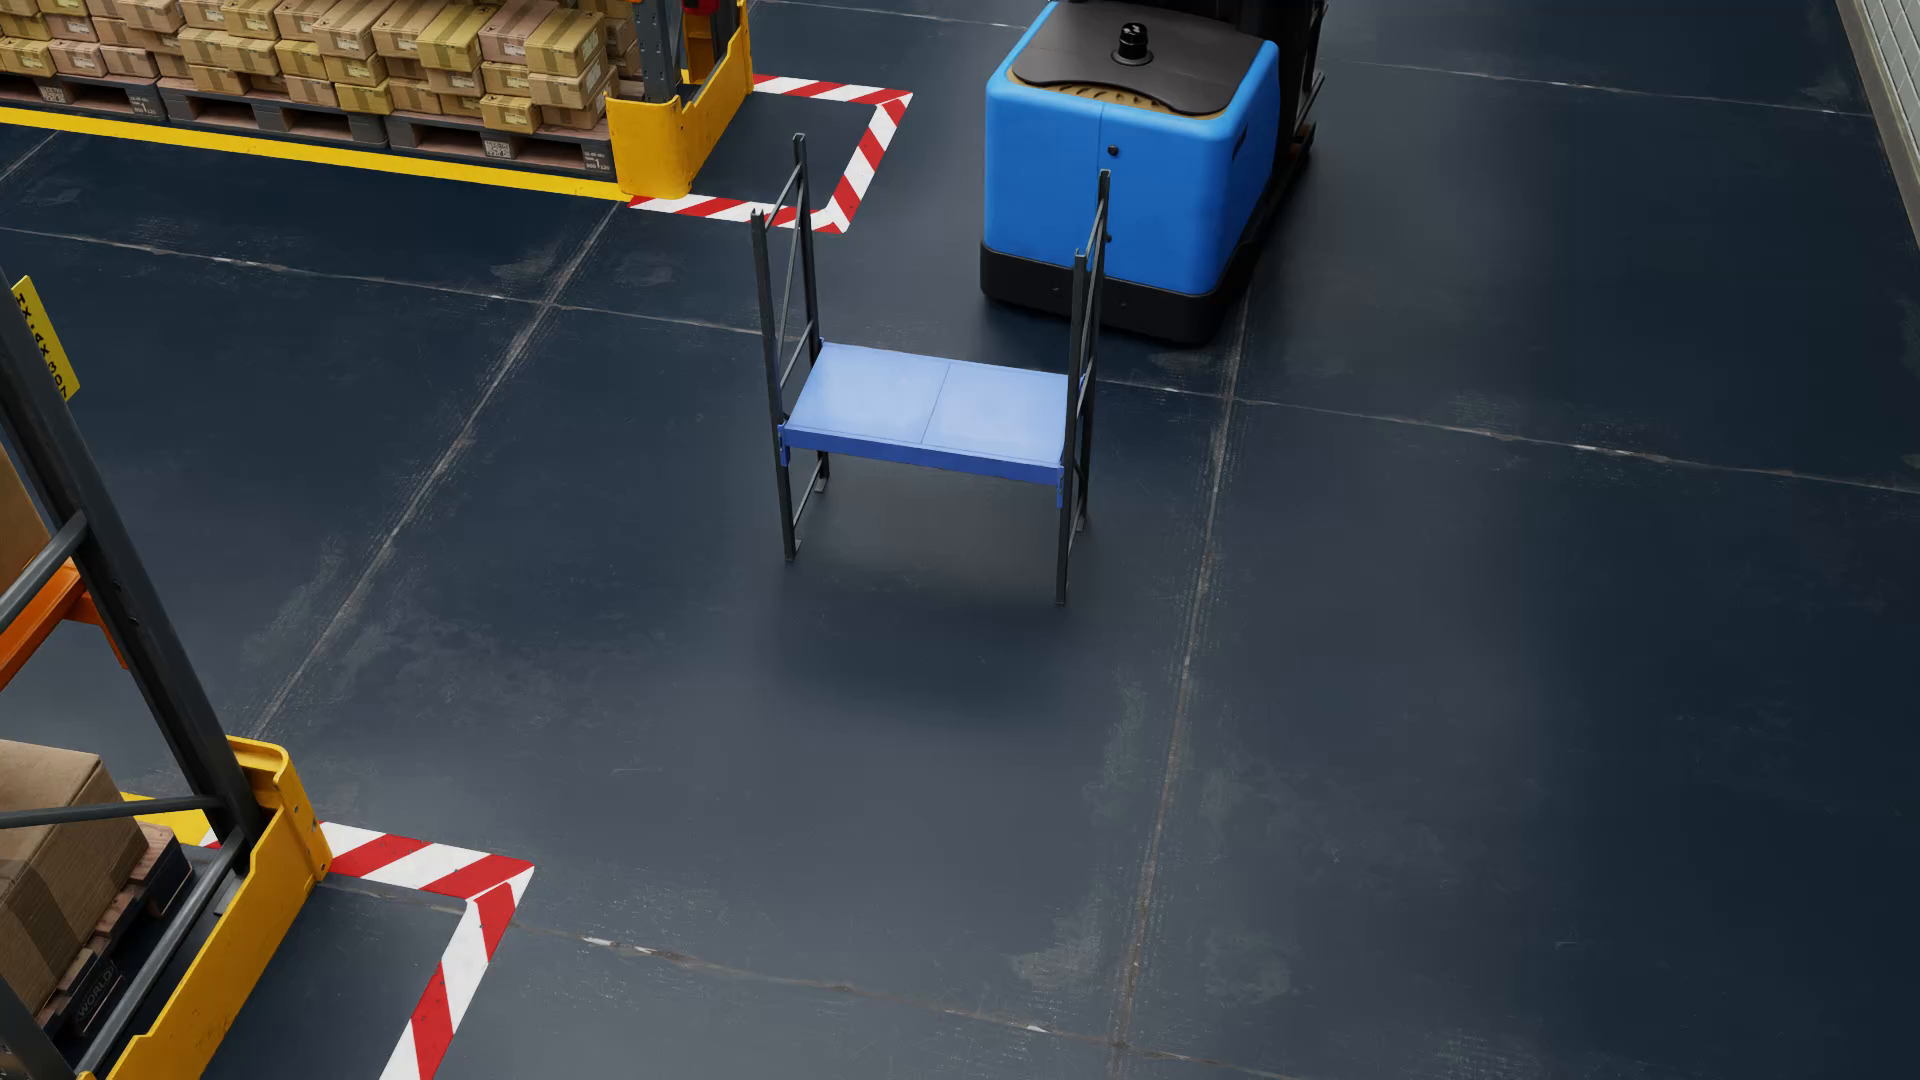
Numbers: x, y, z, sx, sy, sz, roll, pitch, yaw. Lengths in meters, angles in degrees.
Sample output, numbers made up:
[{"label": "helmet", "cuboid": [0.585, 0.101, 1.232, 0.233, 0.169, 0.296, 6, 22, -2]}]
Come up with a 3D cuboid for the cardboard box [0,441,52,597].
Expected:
[{"label": "cardboard box", "cuboid": [-2.675, -0.043, 4.060, 0.500, 0.500, 0.500, 9, 45, 9]}]

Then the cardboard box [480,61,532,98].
[{"label": "cardboard box", "cuboid": [-2.108, -2.299, 8.014, 0.250, 0.149, 0.380, 8, 44, 8]}]

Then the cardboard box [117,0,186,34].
[{"label": "cardboard box", "cuboid": [-3.896, -2.652, 8.167, 0.250, 0.149, 0.380, 10, 45, 10]}]

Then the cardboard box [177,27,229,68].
[{"label": "cardboard box", "cuboid": [-3.636, -2.499, 8.222, 0.250, 0.149, 0.380, 9, 45, 9]}]

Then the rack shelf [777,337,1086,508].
[{"label": "rack shelf", "cuboid": [-0.083, -0.424, 5.868, 1.000, 0.185, 0.538, 9, 45, 9]}]

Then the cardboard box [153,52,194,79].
[{"label": "cardboard box", "cuboid": [-3.863, -2.498, 8.435, 0.250, 0.149, 0.380, 7, 44, 7]}]

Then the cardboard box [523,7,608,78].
[{"label": "cardboard box", "cuboid": [-1.859, -2.352, 7.855, 0.250, 0.149, 0.380, 9, 45, 10]}]

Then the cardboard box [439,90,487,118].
[{"label": "cardboard box", "cuboid": [-2.358, -2.237, 8.164, 0.250, 0.149, 0.380, 9, 45, 9]}]

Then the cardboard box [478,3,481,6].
[{"label": "cardboard box", "cuboid": [-2.482, -2.759, 8.492, 0.250, 0.149, 0.380, 10, 45, 10]}]

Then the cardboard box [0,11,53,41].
[{"label": "cardboard box", "cuboid": [-4.640, -2.693, 8.423, 0.250, 0.149, 0.380, 9, 45, 9]}]

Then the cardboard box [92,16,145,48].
[{"label": "cardboard box", "cuboid": [-4.132, -2.638, 8.366, 0.250, 0.149, 0.380, 7, 44, 7]}]

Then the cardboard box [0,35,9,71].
[{"label": "cardboard box", "cuboid": [-4.905, -2.562, 8.502, 0.250, 0.149, 0.380, 7, 44, 7]}]

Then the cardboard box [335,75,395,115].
[{"label": "cardboard box", "cuboid": [-2.865, -2.261, 8.189, 0.250, 0.149, 0.380, 7, 44, 7]}]

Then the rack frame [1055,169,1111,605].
[{"label": "rack frame", "cuboid": [0.413, -0.476, 5.663, 0.032, 1.500, 0.500, 9, 45, 9]}]

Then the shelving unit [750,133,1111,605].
[{"label": "shelving unit", "cuboid": [-0.083, -0.553, 5.743, 1.048, 1.500, 0.538, 9, 45, 9]}]

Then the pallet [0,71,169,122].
[{"label": "pallet", "cuboid": [-4.527, -2.628, 8.829, 1.213, 0.211, 1.003, 9, 45, 9]}]

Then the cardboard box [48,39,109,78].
[{"label": "cardboard box", "cuboid": [-4.392, -2.520, 8.458, 0.250, 0.149, 0.380, 9, 45, 9]}]

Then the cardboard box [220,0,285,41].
[{"label": "cardboard box", "cuboid": [-3.380, -2.603, 8.115, 0.250, 0.149, 0.380, 9, 45, 9]}]

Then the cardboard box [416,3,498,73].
[{"label": "cardboard box", "cuboid": [-2.372, -2.382, 7.886, 0.250, 0.149, 0.380, 8, 44, 8]}]

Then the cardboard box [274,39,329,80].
[{"label": "cardboard box", "cuboid": [-3.126, -2.422, 8.142, 0.250, 0.149, 0.380, 11, 45, 11]}]

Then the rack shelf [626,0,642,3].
[{"label": "rack shelf", "cuboid": [-3.239, -3.149, 7.877, 4.000, 0.370, 1.077, 9, 45, 9]}]

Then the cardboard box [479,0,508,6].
[{"label": "cardboard box", "cuboid": [-2.237, -2.838, 8.360, 0.250, 0.149, 0.380, 9, 45, 9]}]

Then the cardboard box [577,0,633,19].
[{"label": "cardboard box", "cuboid": [-1.724, -2.753, 8.271, 0.250, 0.149, 0.380, 7, 44, 7]}]

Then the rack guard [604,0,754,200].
[{"label": "rack guard", "cuboid": [-1.361, -2.216, 8.192, 0.348, 0.500, 1.175, 9, 45, 9]}]

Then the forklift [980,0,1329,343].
[{"label": "forklift", "cuboid": [1.105, -2.919, 7.170, 1.130, 2.935, 3.031, 15, 46, 15]}]

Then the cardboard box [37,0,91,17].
[{"label": "cardboard box", "cuboid": [-4.386, -2.770, 8.289, 0.250, 0.149, 0.380, 8, 45, 8]}]

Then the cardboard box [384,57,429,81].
[{"label": "cardboard box", "cuboid": [-2.612, -2.411, 8.130, 0.250, 0.149, 0.380, 8, 45, 9]}]

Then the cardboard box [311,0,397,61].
[{"label": "cardboard box", "cuboid": [-2.885, -2.468, 7.975, 0.250, 0.149, 0.380, 10, 45, 11]}]

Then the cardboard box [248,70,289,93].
[{"label": "cardboard box", "cuboid": [-3.357, -2.405, 8.339, 0.250, 0.149, 0.380, 10, 45, 10]}]

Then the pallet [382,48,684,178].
[{"label": "pallet", "cuboid": [-2.146, -2.259, 8.445, 1.213, 0.211, 1.003, 9, 45, 9]}]

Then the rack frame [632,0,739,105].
[{"label": "rack frame", "cuboid": [-1.287, -3.105, 7.313, 0.127, 3.000, 1.000, 9, 45, 9]}]

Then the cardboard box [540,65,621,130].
[{"label": "cardboard box", "cuboid": [-1.846, -2.168, 8.092, 0.250, 0.149, 0.380, 10, 45, 10]}]

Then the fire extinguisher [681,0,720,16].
[{"label": "fire extinguisher", "cuboid": [-1.142, -2.592, 7.105, 0.183, 0.674, 0.296, 9, 45, 9]}]
